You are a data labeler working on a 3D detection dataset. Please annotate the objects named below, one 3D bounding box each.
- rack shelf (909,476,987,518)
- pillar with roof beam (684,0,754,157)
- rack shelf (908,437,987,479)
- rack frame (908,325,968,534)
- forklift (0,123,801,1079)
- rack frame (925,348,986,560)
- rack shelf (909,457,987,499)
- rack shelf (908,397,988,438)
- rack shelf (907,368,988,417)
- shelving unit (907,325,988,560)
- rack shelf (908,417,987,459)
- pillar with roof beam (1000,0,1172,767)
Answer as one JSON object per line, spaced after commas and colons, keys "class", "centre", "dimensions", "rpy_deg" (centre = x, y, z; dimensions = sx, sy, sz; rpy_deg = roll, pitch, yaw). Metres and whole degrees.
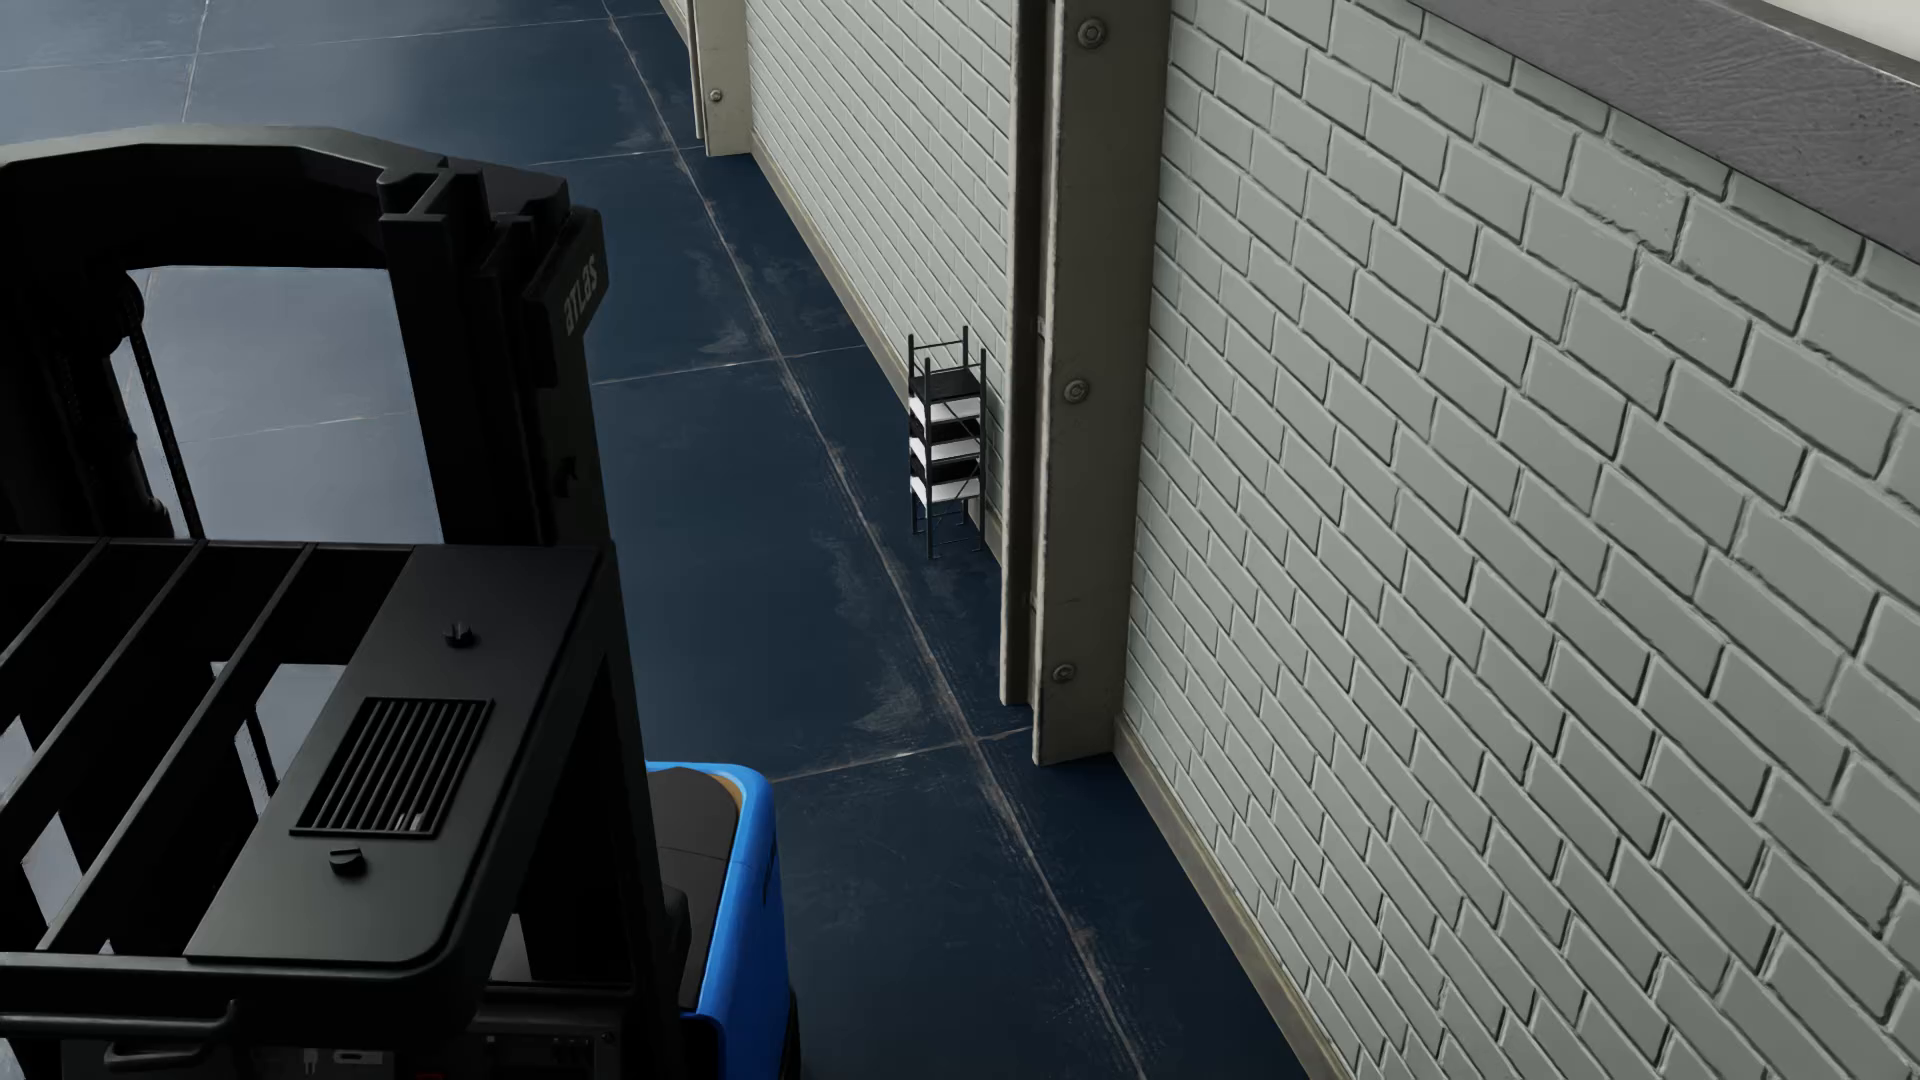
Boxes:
{"class": "rack shelf", "centre": [-0.049, -0.192, 6.611], "dimensions": [0.258, 0.077, 0.200], "rpy_deg": [-11, 35, -16]}
{"class": "pillar with roof beam", "centre": [-5.584, -5.547, 6.982], "dimensions": [9.100, 9.000, 0.400], "rpy_deg": [-10, 35, -15]}
{"class": "rack shelf", "centre": [-0.049, -0.342, 6.512], "dimensions": [0.258, 0.077, 0.200], "rpy_deg": [-11, 35, -16]}
{"class": "rack frame", "centre": [-0.082, -0.423, 6.574], "dimensions": [0.240, 0.900, 0.006], "rpy_deg": [-11, 35, -16]}
{"class": "forklift", "centre": [-1.017, 1.010, 2.562], "dimensions": [1.130, 2.935, 3.031], "rpy_deg": [1, 33, 2]}
{"class": "rack frame", "centre": [-0.016, -0.317, 6.413], "dimensions": [0.240, 0.900, 0.006], "rpy_deg": [-11, 35, -16]}
{"class": "rack shelf", "centre": [-0.049, -0.267, 6.561], "dimensions": [0.258, 0.077, 0.200], "rpy_deg": [-11, 35, -16]}
{"class": "rack shelf", "centre": [-0.049, -0.492, 6.412], "dimensions": [0.258, 0.077, 0.200], "rpy_deg": [-11, 35, -16]}
{"class": "rack shelf", "centre": [-0.049, -0.567, 6.363], "dimensions": [0.258, 0.077, 0.200], "rpy_deg": [-11, 35, -16]}
{"class": "shelving unit", "centre": [-0.049, -0.370, 6.493], "dimensions": [0.258, 0.900, 0.210], "rpy_deg": [-11, 35, -16]}
{"class": "rack shelf", "centre": [-0.049, -0.417, 6.462], "dimensions": [0.258, 0.077, 0.200], "rpy_deg": [-11, 35, -16]}
{"class": "pillar with roof beam", "centre": [-3.754, -2.397, 2.215], "dimensions": [9.100, 9.000, 0.400], "rpy_deg": [-10, 35, -15]}
